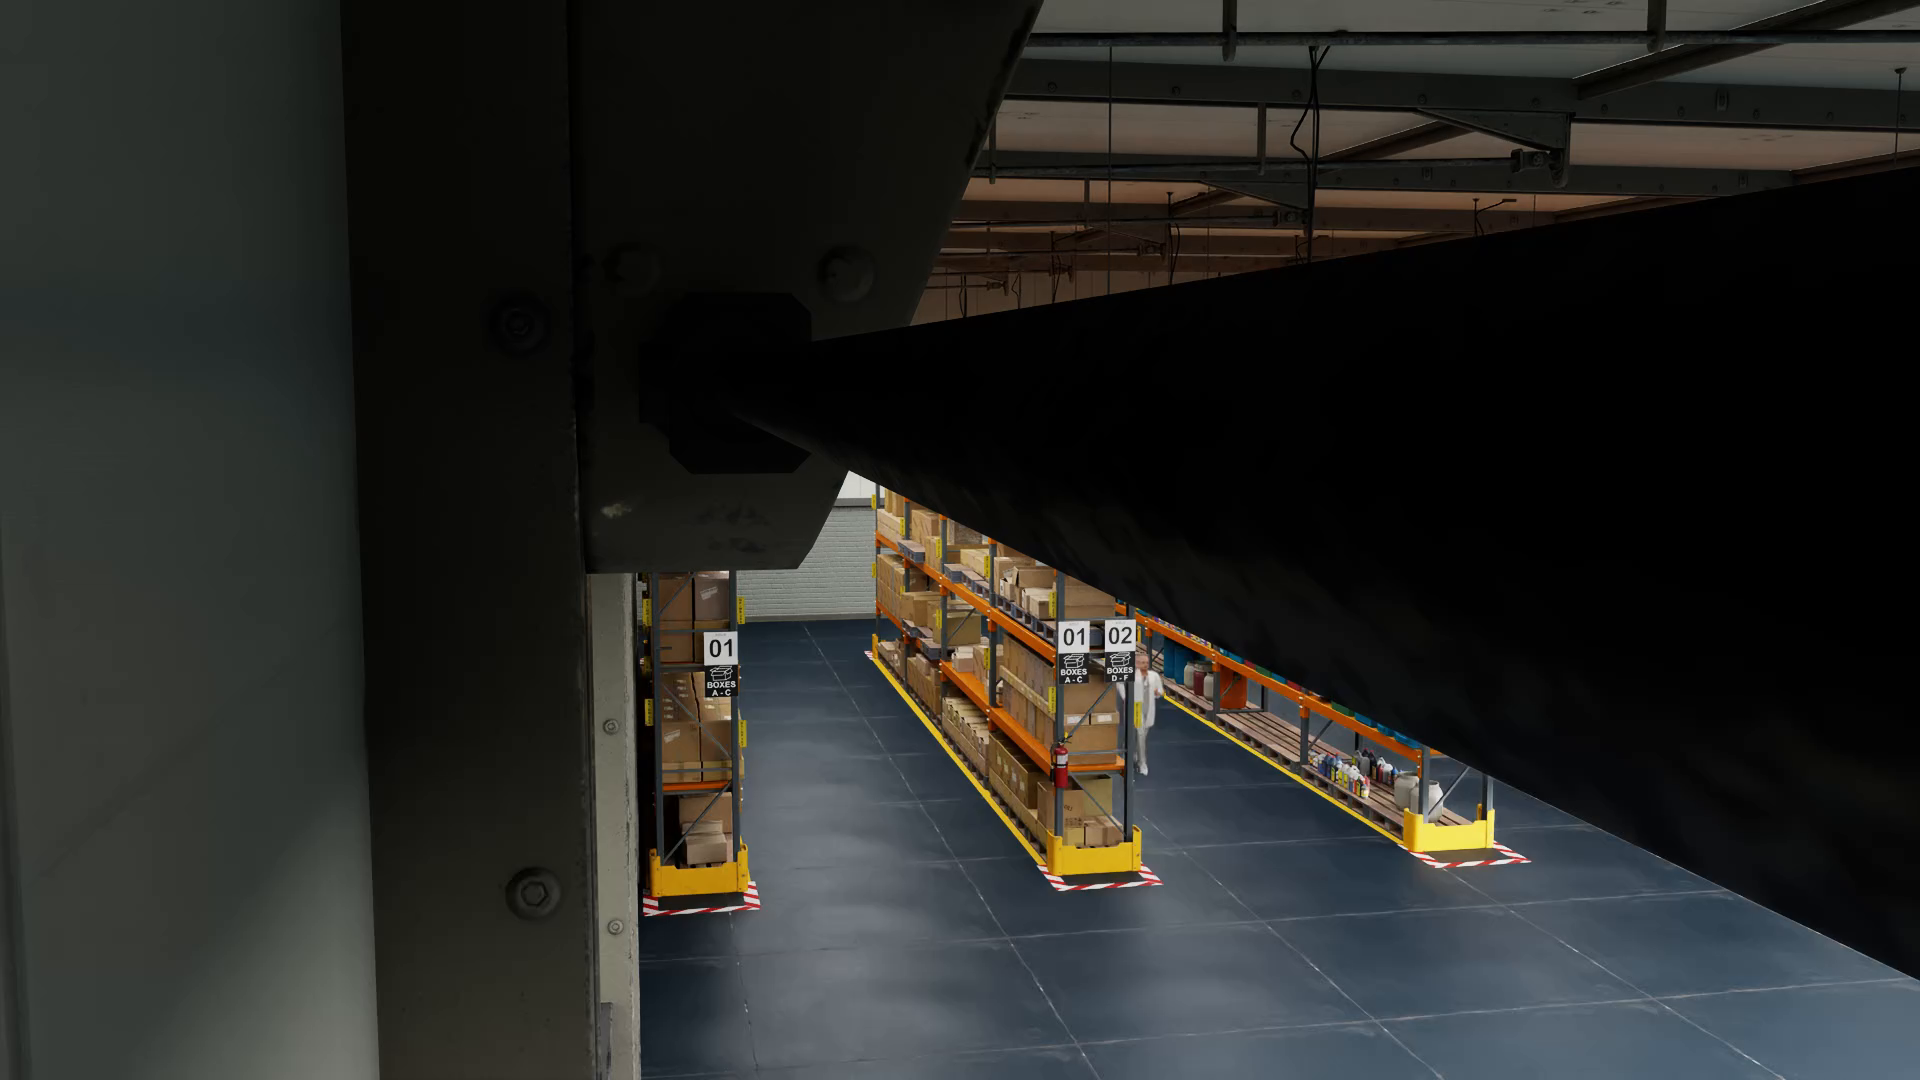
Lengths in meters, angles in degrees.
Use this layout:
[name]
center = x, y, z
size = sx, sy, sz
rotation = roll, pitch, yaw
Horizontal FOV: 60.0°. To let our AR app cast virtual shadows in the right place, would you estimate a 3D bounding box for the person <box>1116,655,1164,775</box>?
[person]
center = 2.882, 2.745, 26.393
size = 0.691, 1.830, 0.906
rotation = -2, 6, -18
